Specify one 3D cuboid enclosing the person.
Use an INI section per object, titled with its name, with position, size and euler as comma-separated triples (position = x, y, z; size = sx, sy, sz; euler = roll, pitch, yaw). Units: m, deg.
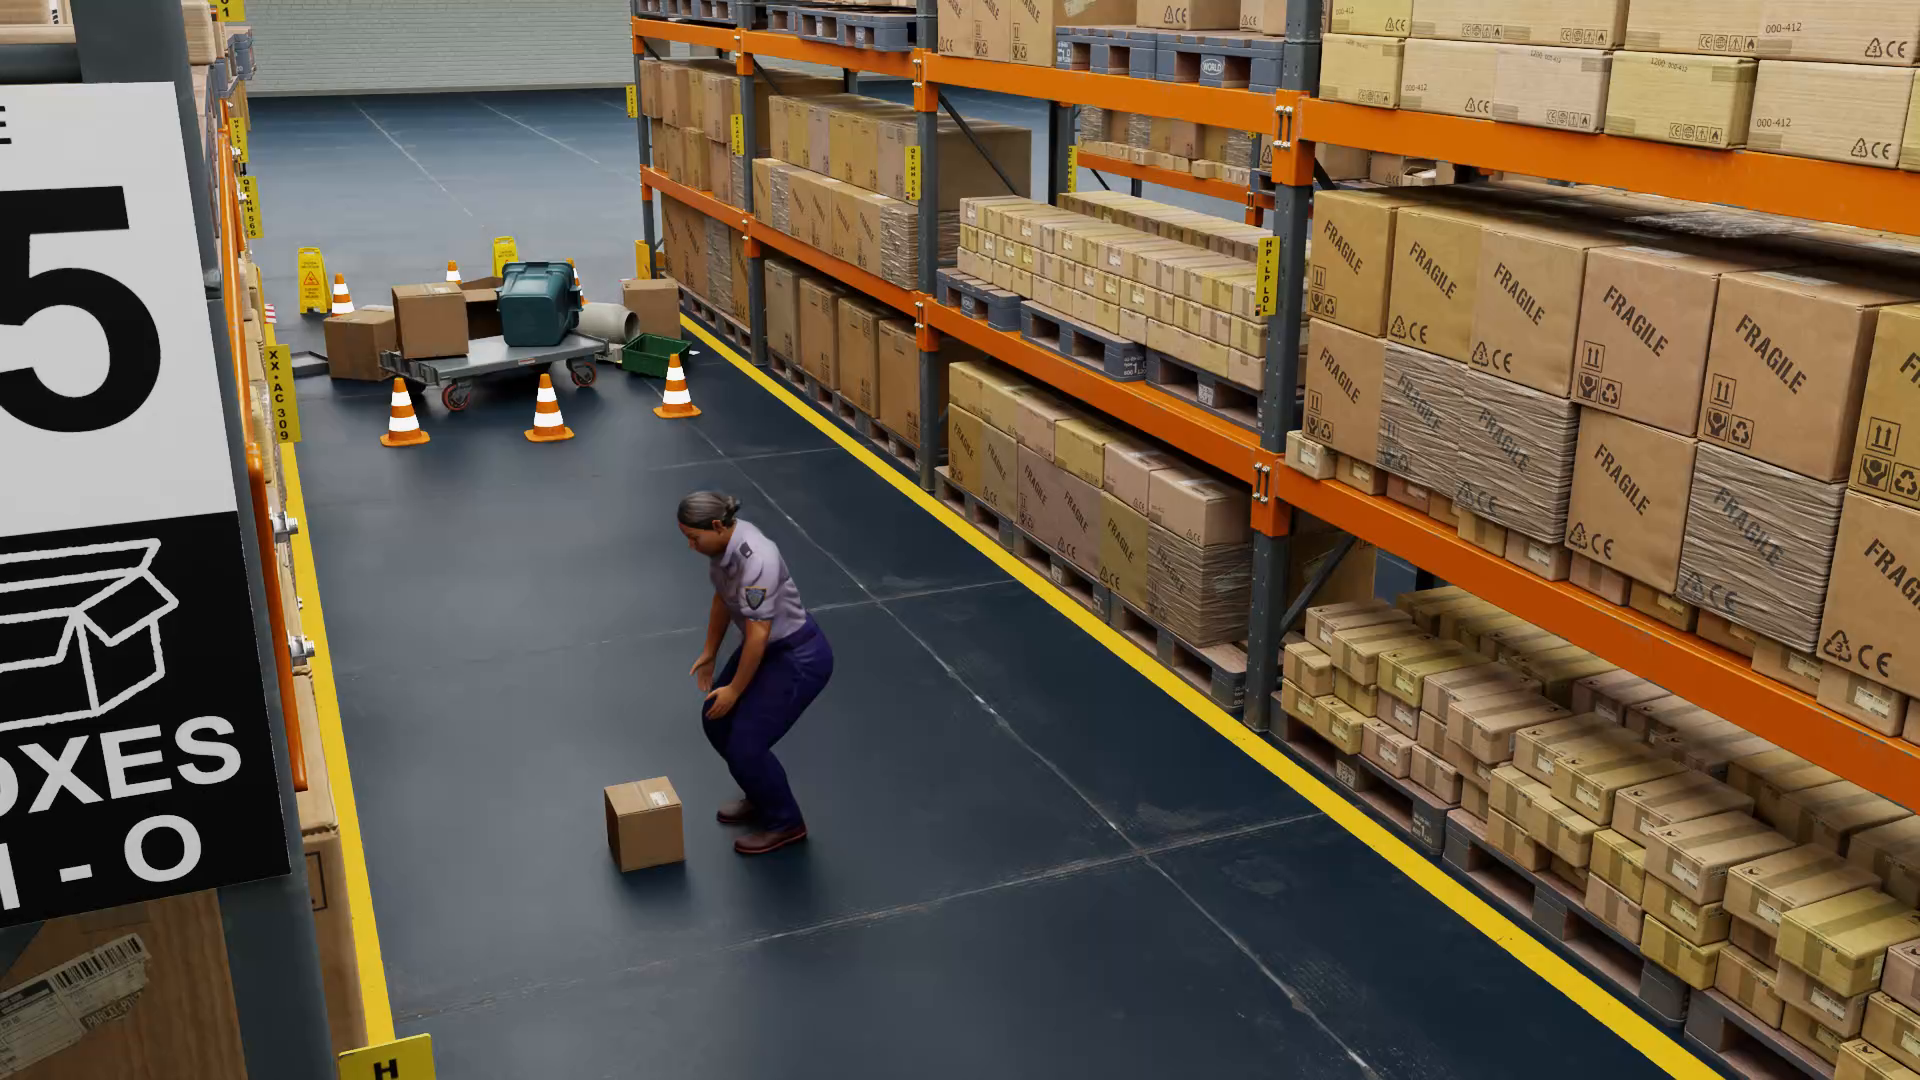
[person]
position = -0.780, 0.547, 6.482
size = 0.572, 1.347, 0.528
euler = -8, 20, -21
